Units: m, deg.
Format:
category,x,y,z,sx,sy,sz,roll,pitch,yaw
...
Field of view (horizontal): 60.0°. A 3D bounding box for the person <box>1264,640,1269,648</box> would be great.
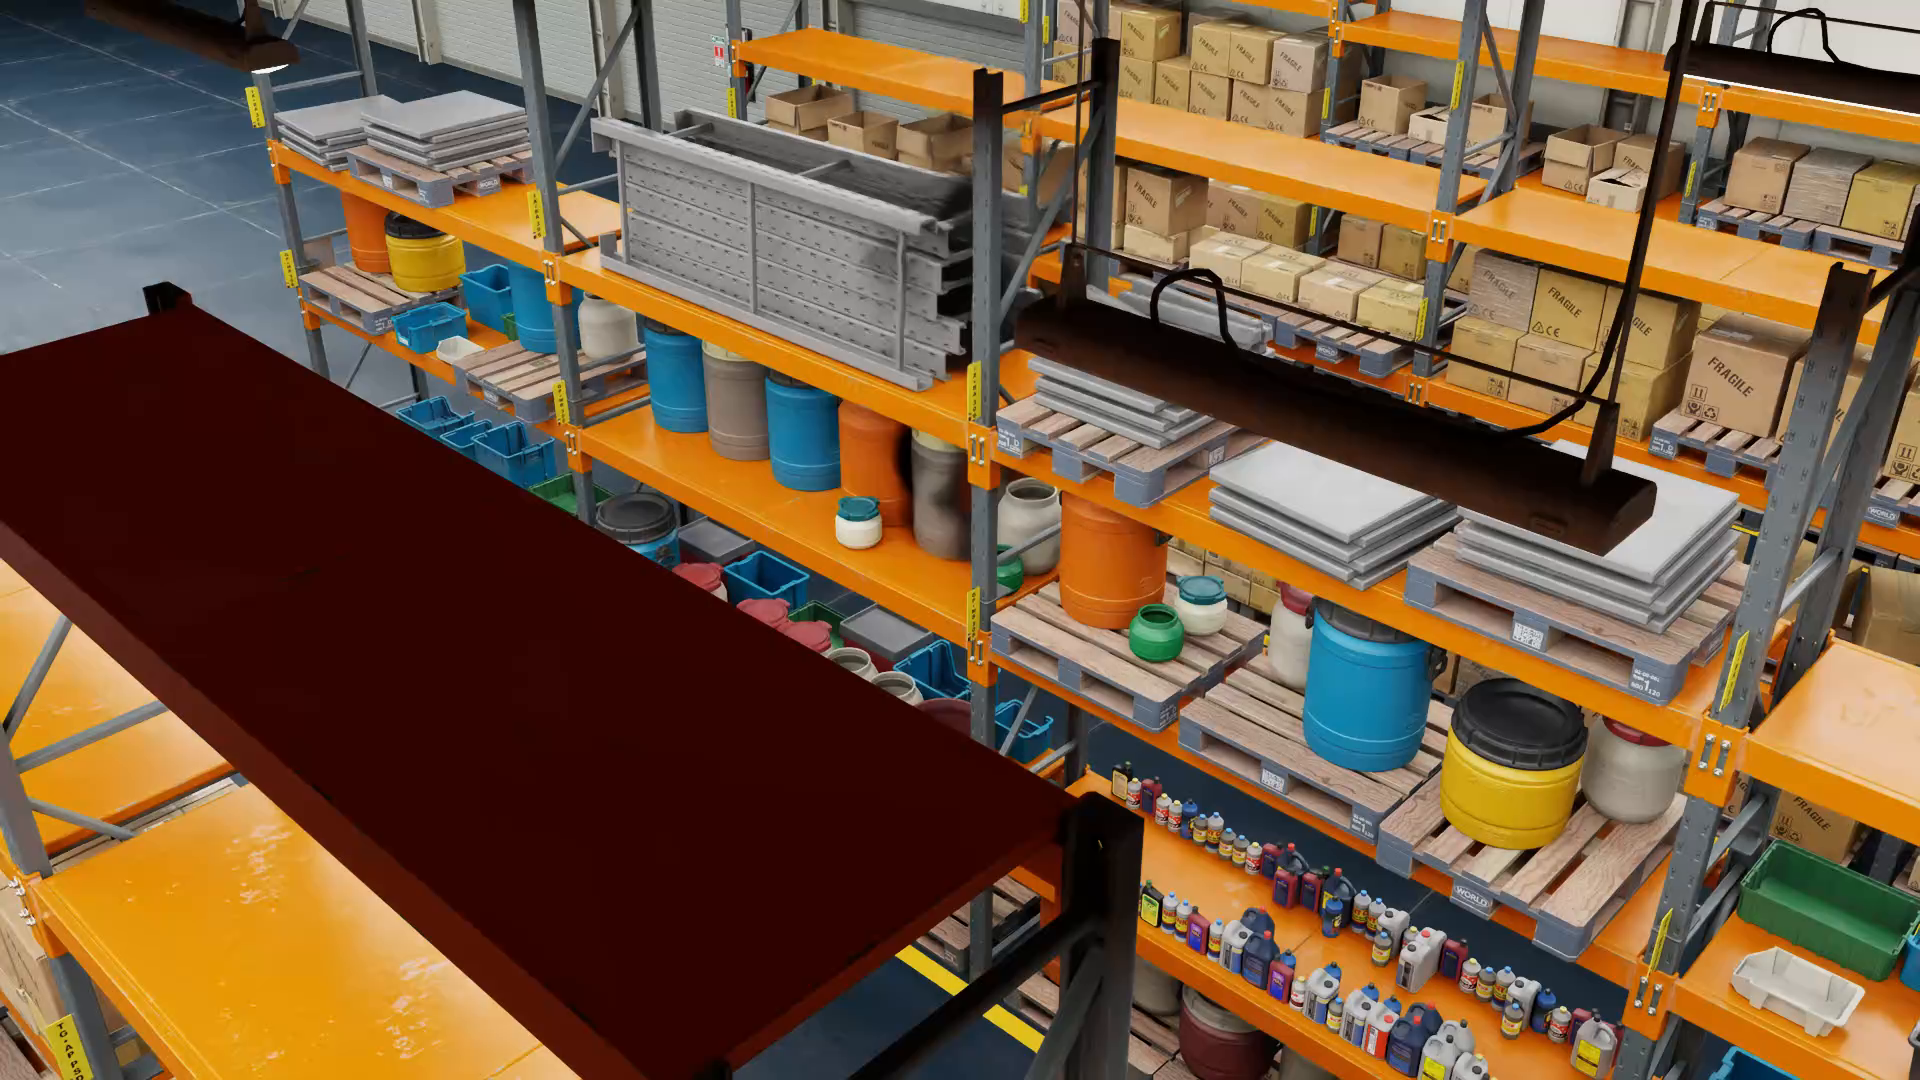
category,x,y,z,sx,sy,sz,roll,pitch,yaw
person,2.338,1.116,11.934,0.693,1.901,0.646,14,32,23
